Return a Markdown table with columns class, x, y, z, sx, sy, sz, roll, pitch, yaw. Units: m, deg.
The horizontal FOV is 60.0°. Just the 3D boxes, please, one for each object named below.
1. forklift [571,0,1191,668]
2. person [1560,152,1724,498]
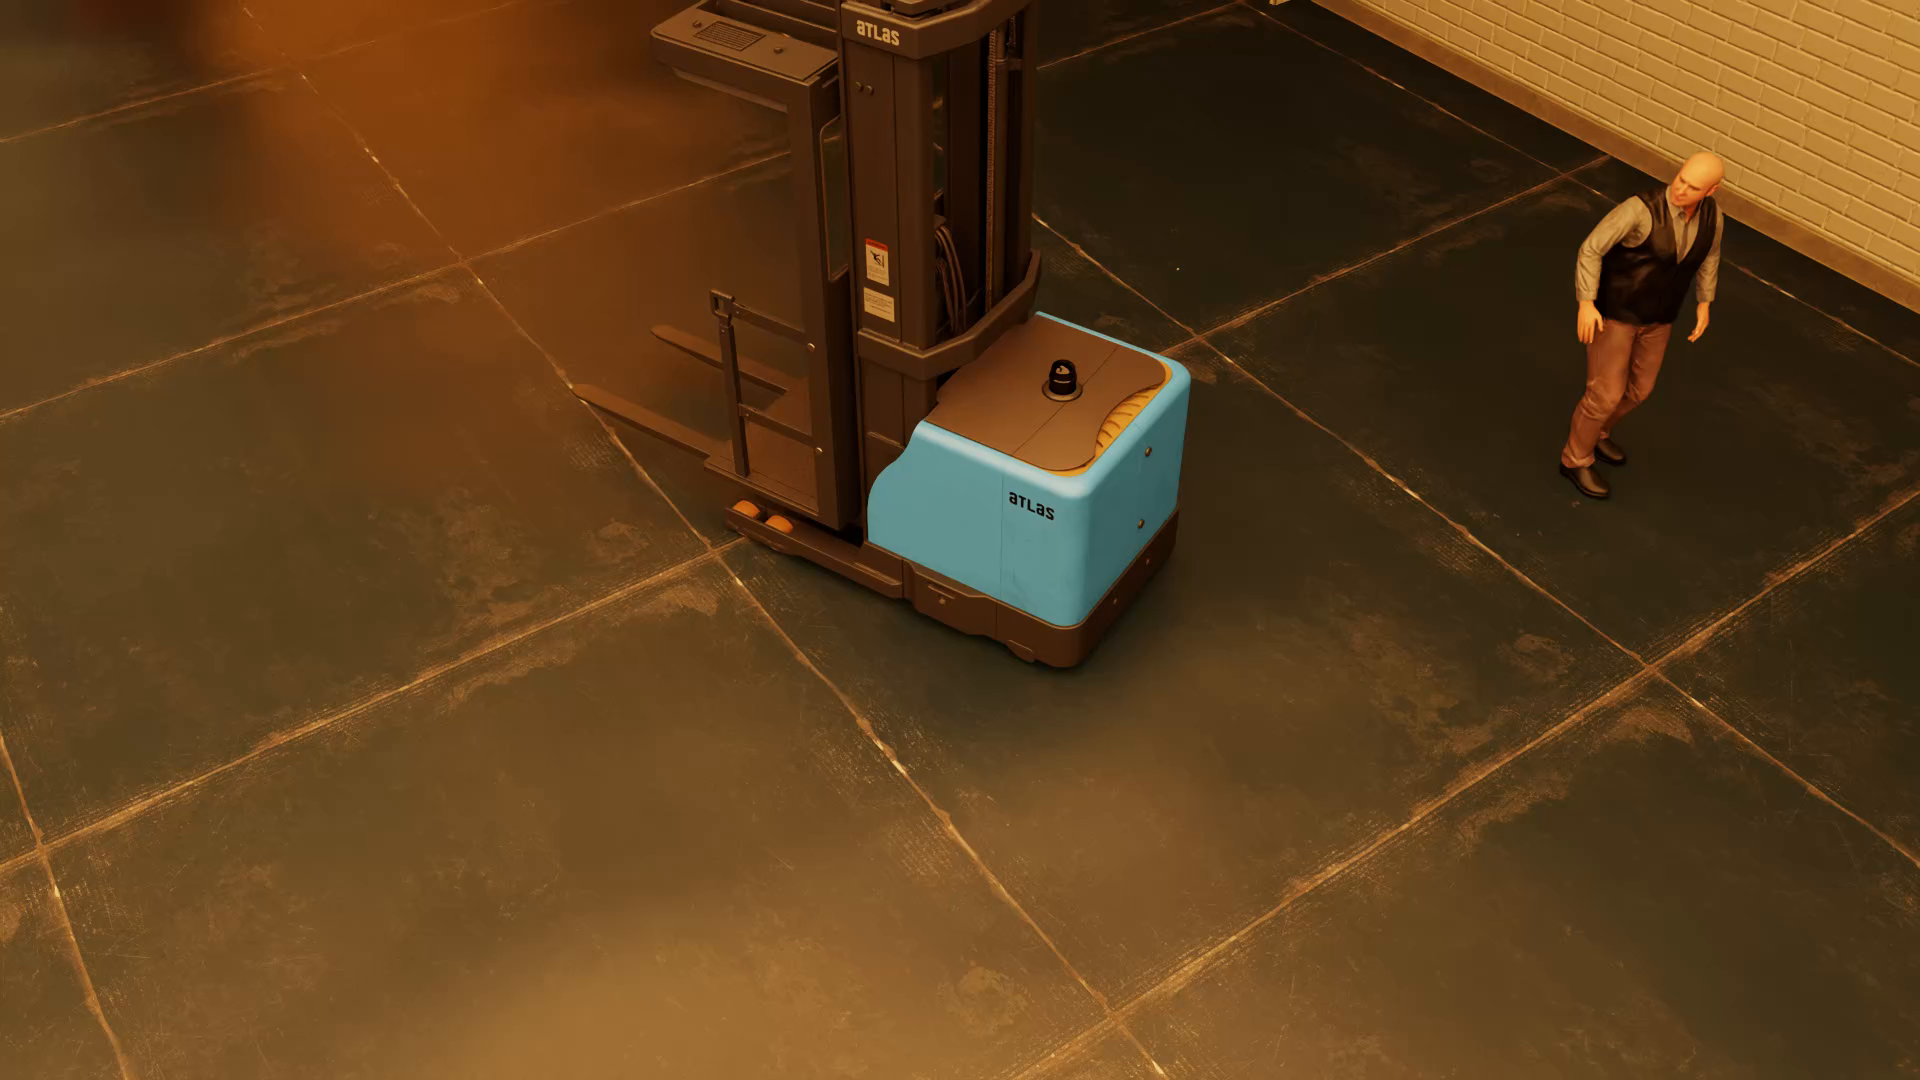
| class | x | y | z | sx | sy | sz | roll | pitch | yaw |
| --- | --- | --- | --- | --- | --- | --- | --- | --- | --- |
| forklift | -0.511 | -1.302 | 7.129 | 3.031 | 2.935 | 1.130 | 24 | 48 | 24 |
| person | 3.197 | -1.014 | 7.723 | 0.733 | 1.705 | 0.515 | -14 | 45 | -15 |
